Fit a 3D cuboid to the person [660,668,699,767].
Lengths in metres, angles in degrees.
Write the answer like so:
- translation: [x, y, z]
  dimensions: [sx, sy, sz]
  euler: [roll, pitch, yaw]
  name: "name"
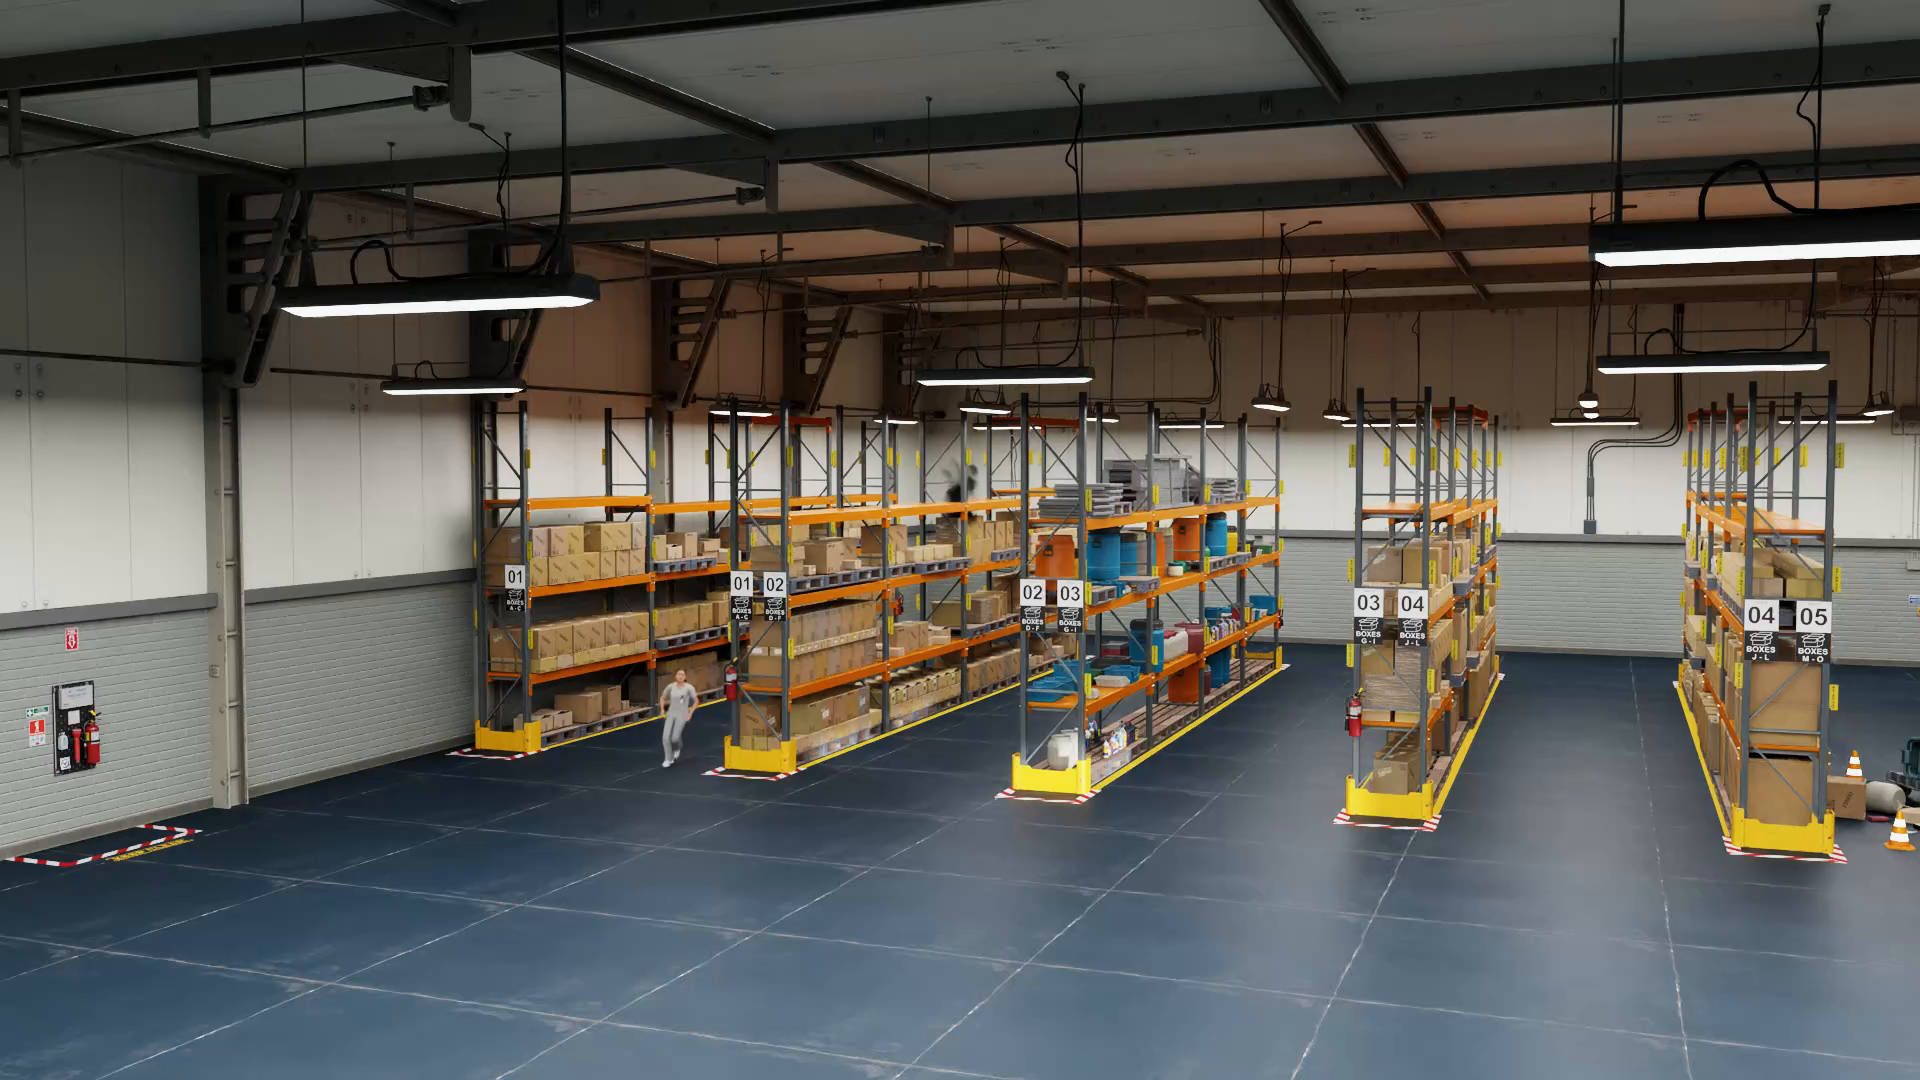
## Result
- translation: [-4.599, 2.887, 27.116]
  dimensions: [0.617, 1.625, 0.533]
  euler: [0, 3, 8]
  name: "person"
